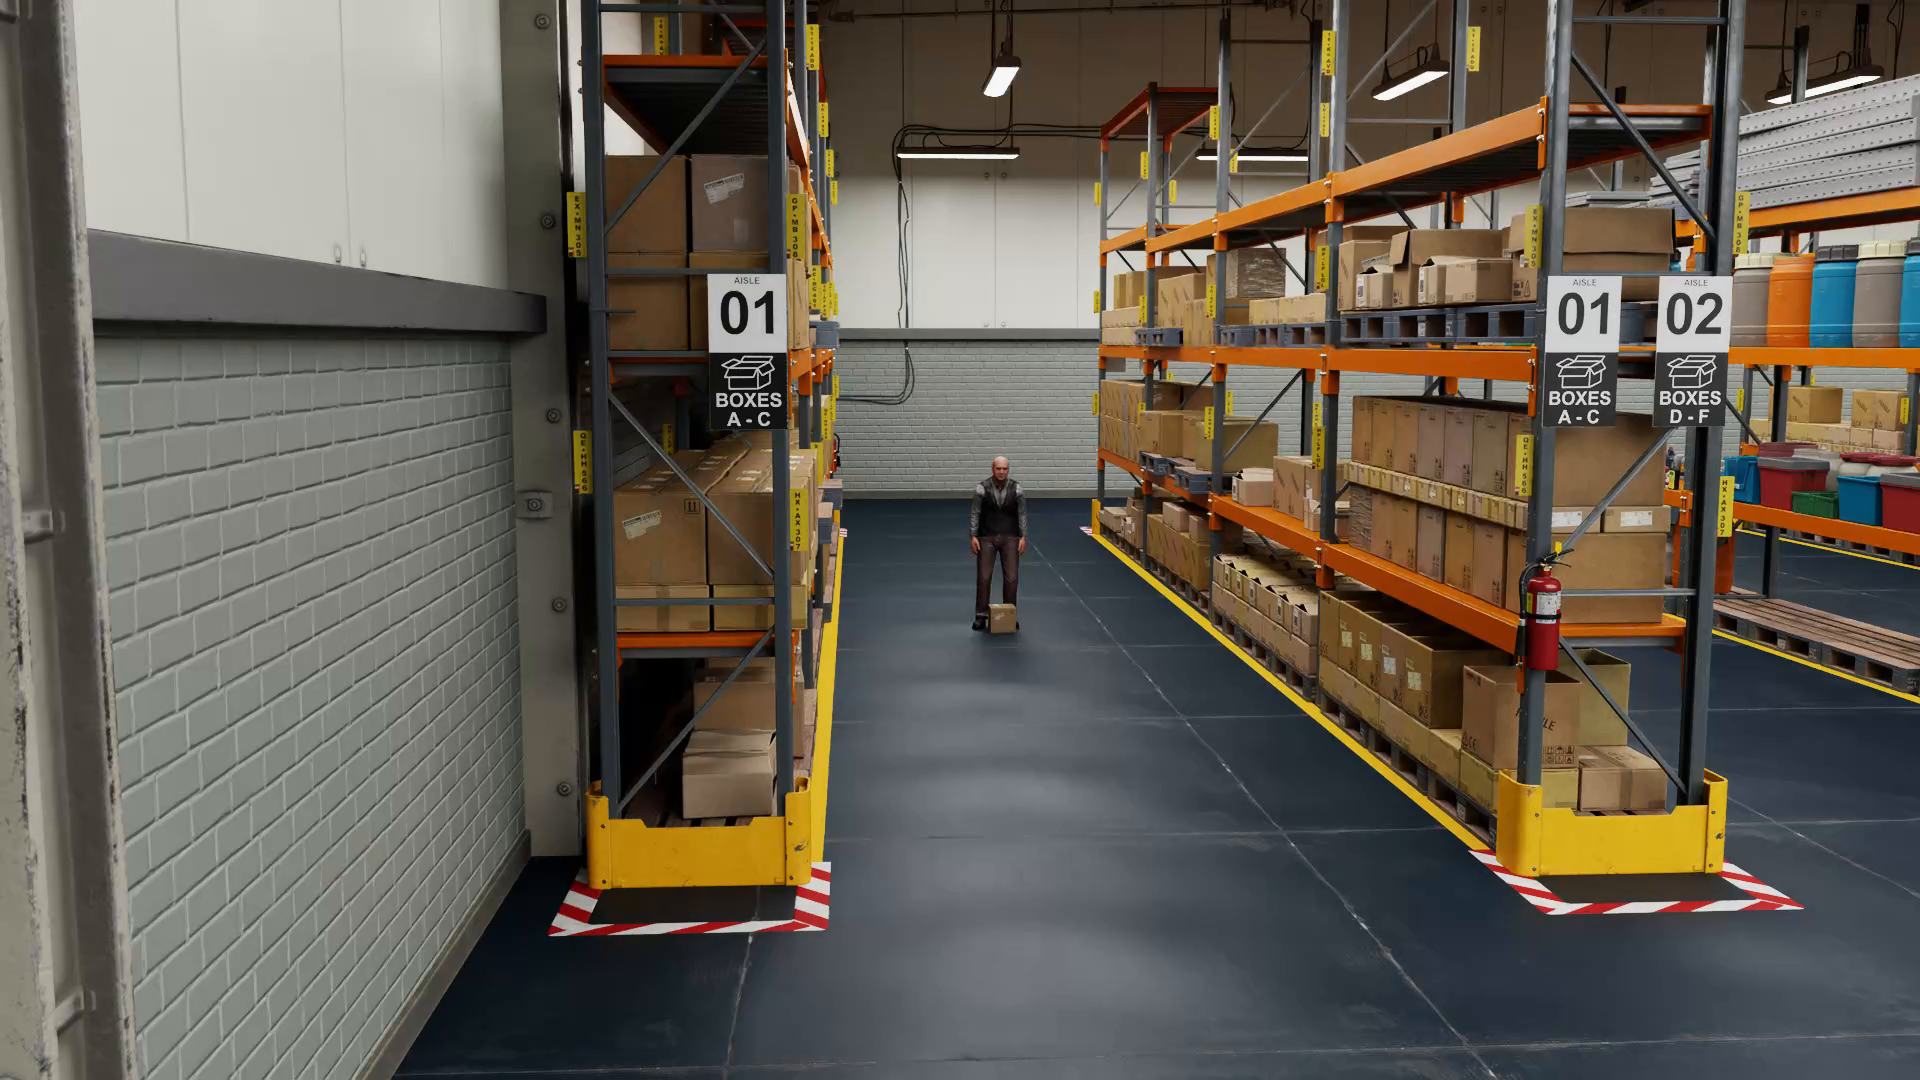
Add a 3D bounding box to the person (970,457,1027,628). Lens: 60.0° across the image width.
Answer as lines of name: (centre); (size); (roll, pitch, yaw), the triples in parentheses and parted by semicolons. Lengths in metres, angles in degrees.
person: (0.385, 0.066, 16.722); (0.581, 1.619, 0.419); (0, 7, -3)
